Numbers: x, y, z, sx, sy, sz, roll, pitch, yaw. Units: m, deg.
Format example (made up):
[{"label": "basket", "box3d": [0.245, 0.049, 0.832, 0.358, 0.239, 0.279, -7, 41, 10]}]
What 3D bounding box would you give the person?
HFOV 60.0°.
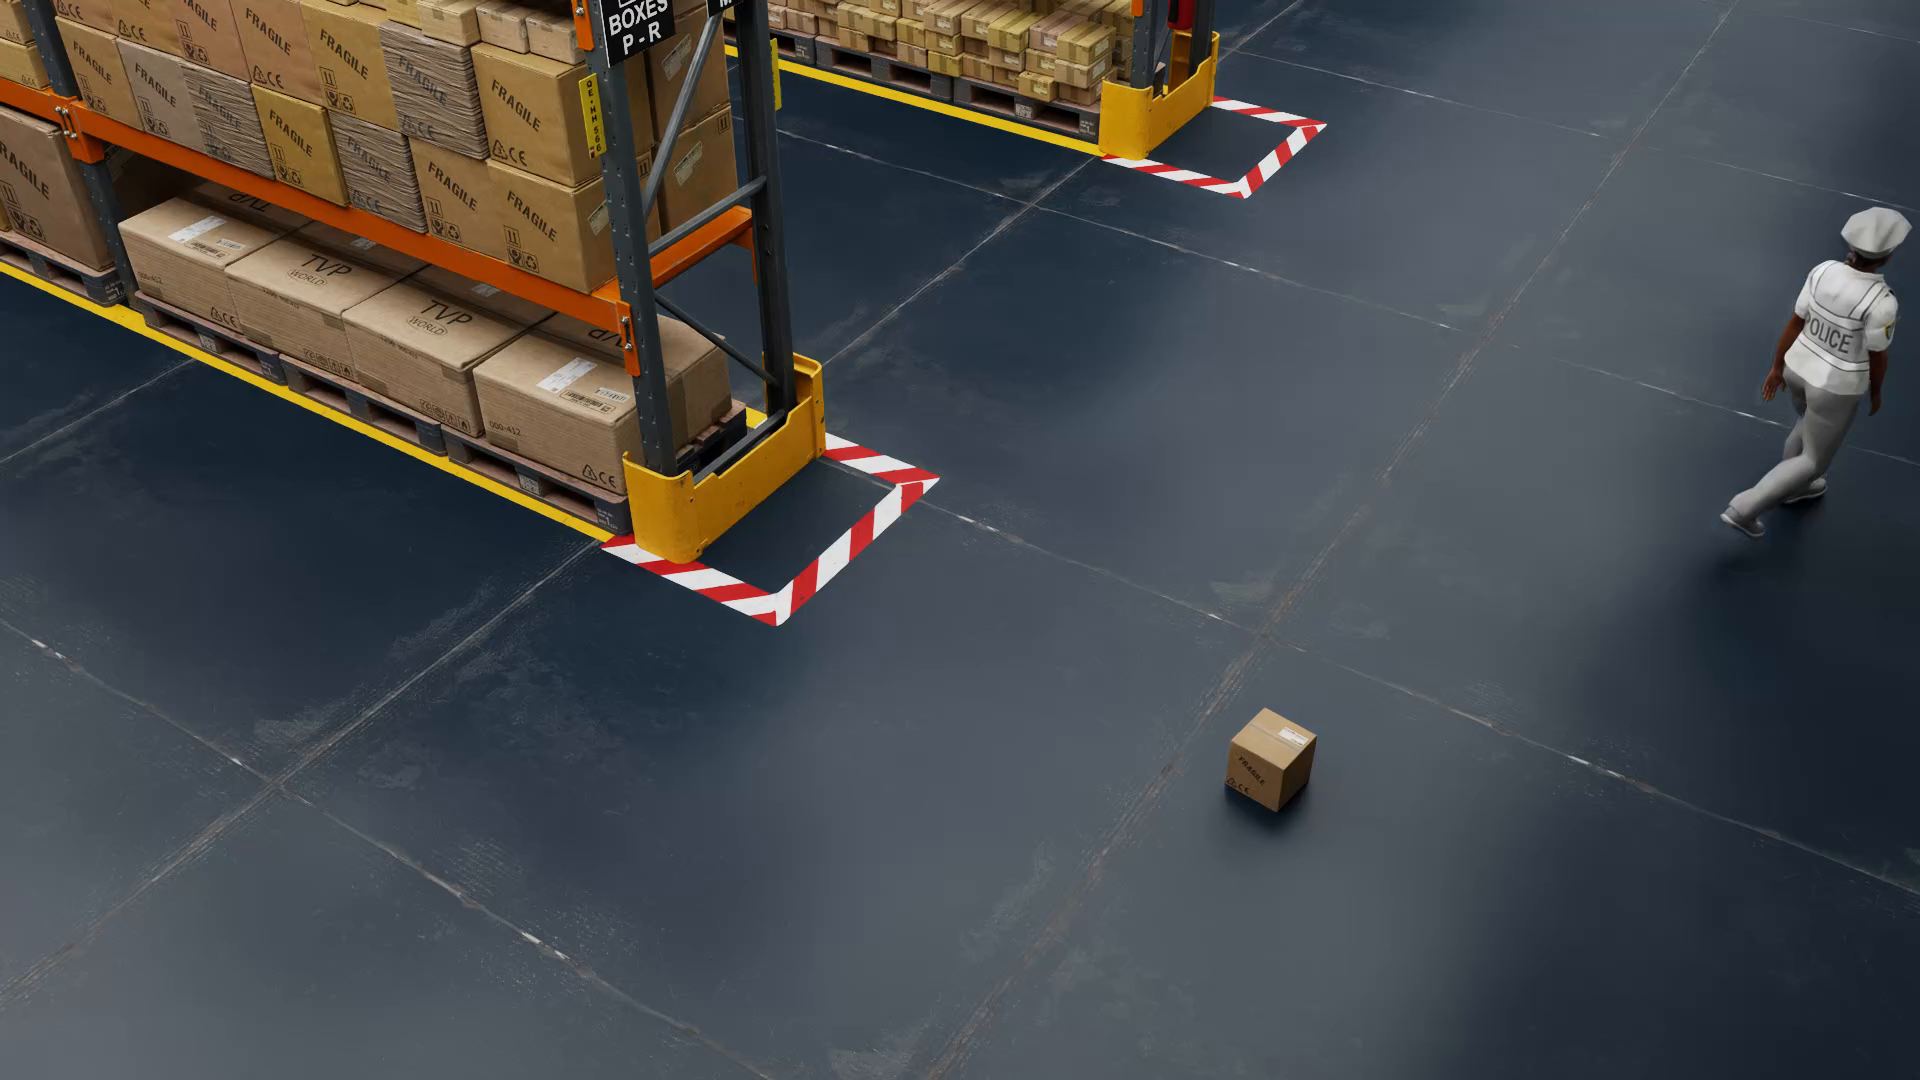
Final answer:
[{"label": "person", "box3d": [3.931, -0.744, 7.582, 0.883, 1.648, 0.443, -14, 41, -17]}]
